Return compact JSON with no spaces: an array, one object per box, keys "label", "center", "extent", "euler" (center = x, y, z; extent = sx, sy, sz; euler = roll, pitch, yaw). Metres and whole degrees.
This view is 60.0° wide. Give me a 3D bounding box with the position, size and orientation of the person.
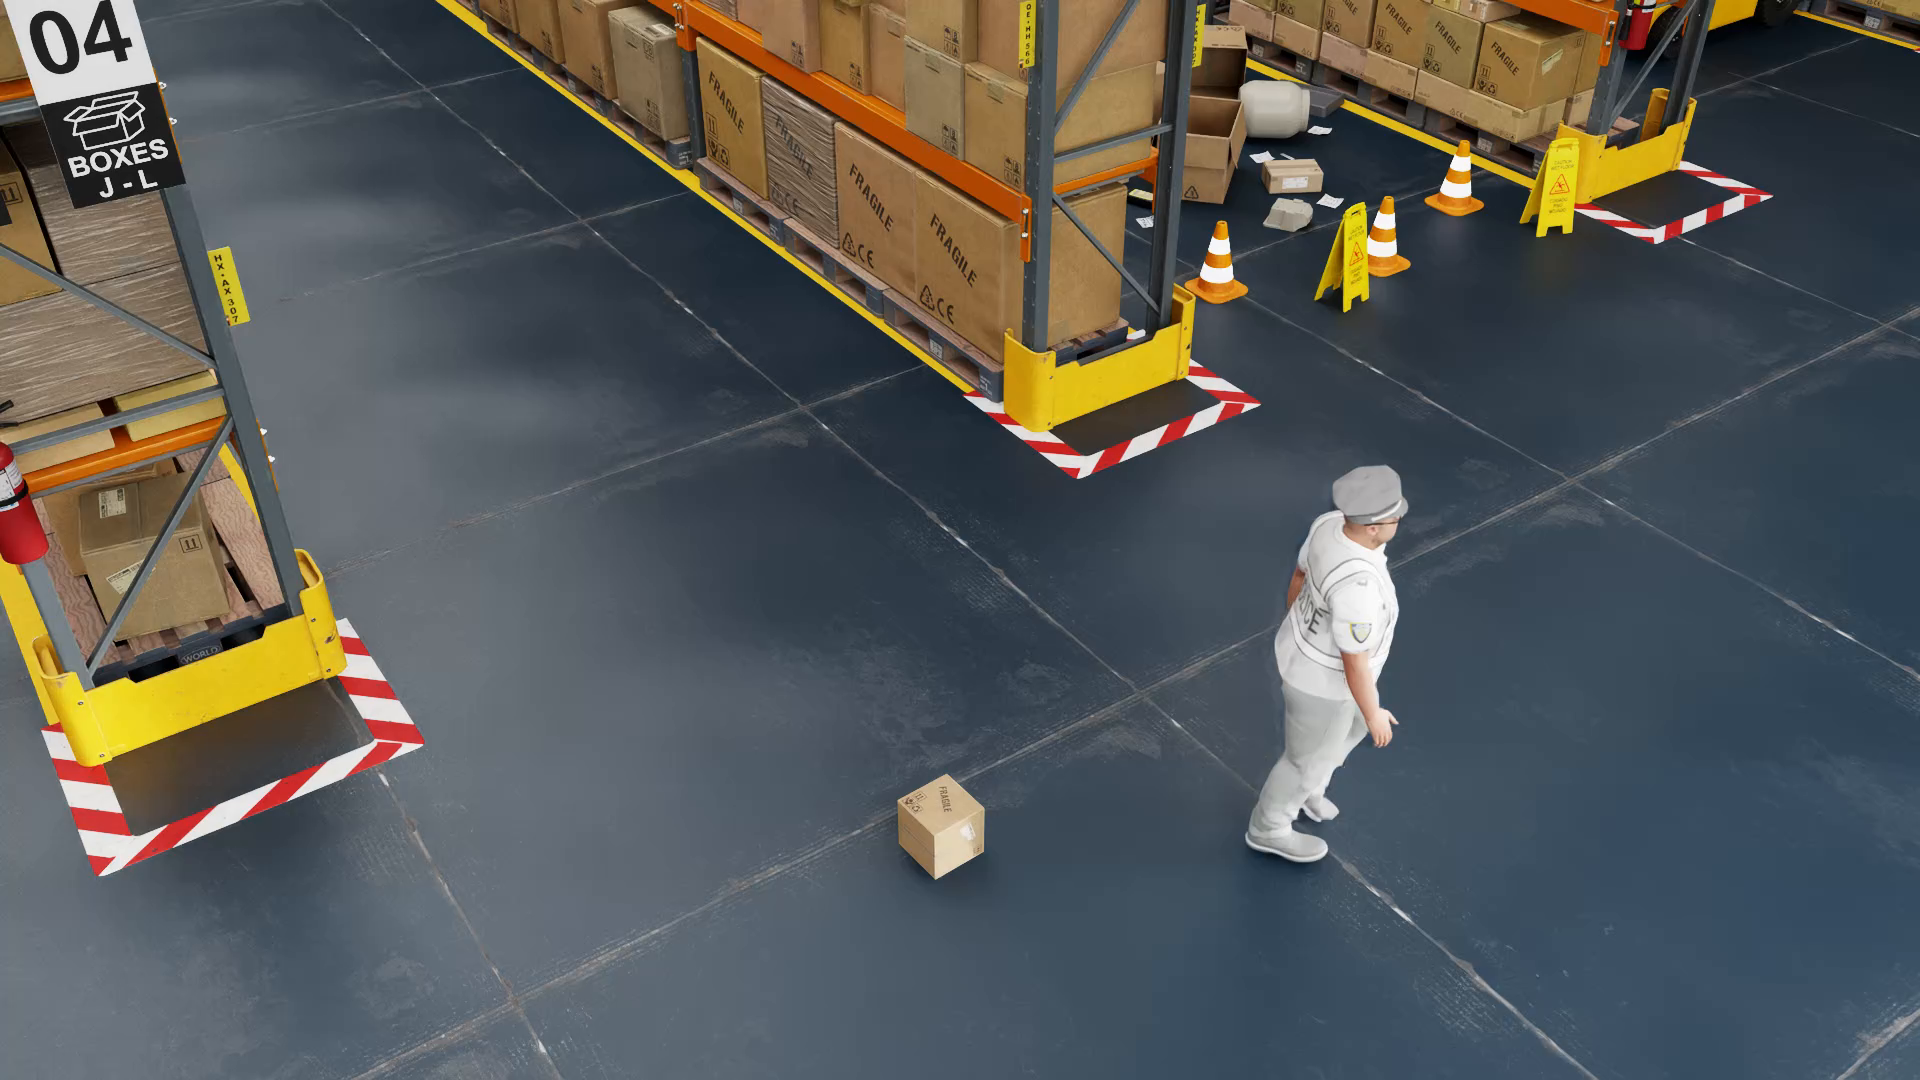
[{"label":"person","center":[1.406,0.509,6.315],"extent":[0.498,1.828,0.593],"euler":[2,36,2]}]
